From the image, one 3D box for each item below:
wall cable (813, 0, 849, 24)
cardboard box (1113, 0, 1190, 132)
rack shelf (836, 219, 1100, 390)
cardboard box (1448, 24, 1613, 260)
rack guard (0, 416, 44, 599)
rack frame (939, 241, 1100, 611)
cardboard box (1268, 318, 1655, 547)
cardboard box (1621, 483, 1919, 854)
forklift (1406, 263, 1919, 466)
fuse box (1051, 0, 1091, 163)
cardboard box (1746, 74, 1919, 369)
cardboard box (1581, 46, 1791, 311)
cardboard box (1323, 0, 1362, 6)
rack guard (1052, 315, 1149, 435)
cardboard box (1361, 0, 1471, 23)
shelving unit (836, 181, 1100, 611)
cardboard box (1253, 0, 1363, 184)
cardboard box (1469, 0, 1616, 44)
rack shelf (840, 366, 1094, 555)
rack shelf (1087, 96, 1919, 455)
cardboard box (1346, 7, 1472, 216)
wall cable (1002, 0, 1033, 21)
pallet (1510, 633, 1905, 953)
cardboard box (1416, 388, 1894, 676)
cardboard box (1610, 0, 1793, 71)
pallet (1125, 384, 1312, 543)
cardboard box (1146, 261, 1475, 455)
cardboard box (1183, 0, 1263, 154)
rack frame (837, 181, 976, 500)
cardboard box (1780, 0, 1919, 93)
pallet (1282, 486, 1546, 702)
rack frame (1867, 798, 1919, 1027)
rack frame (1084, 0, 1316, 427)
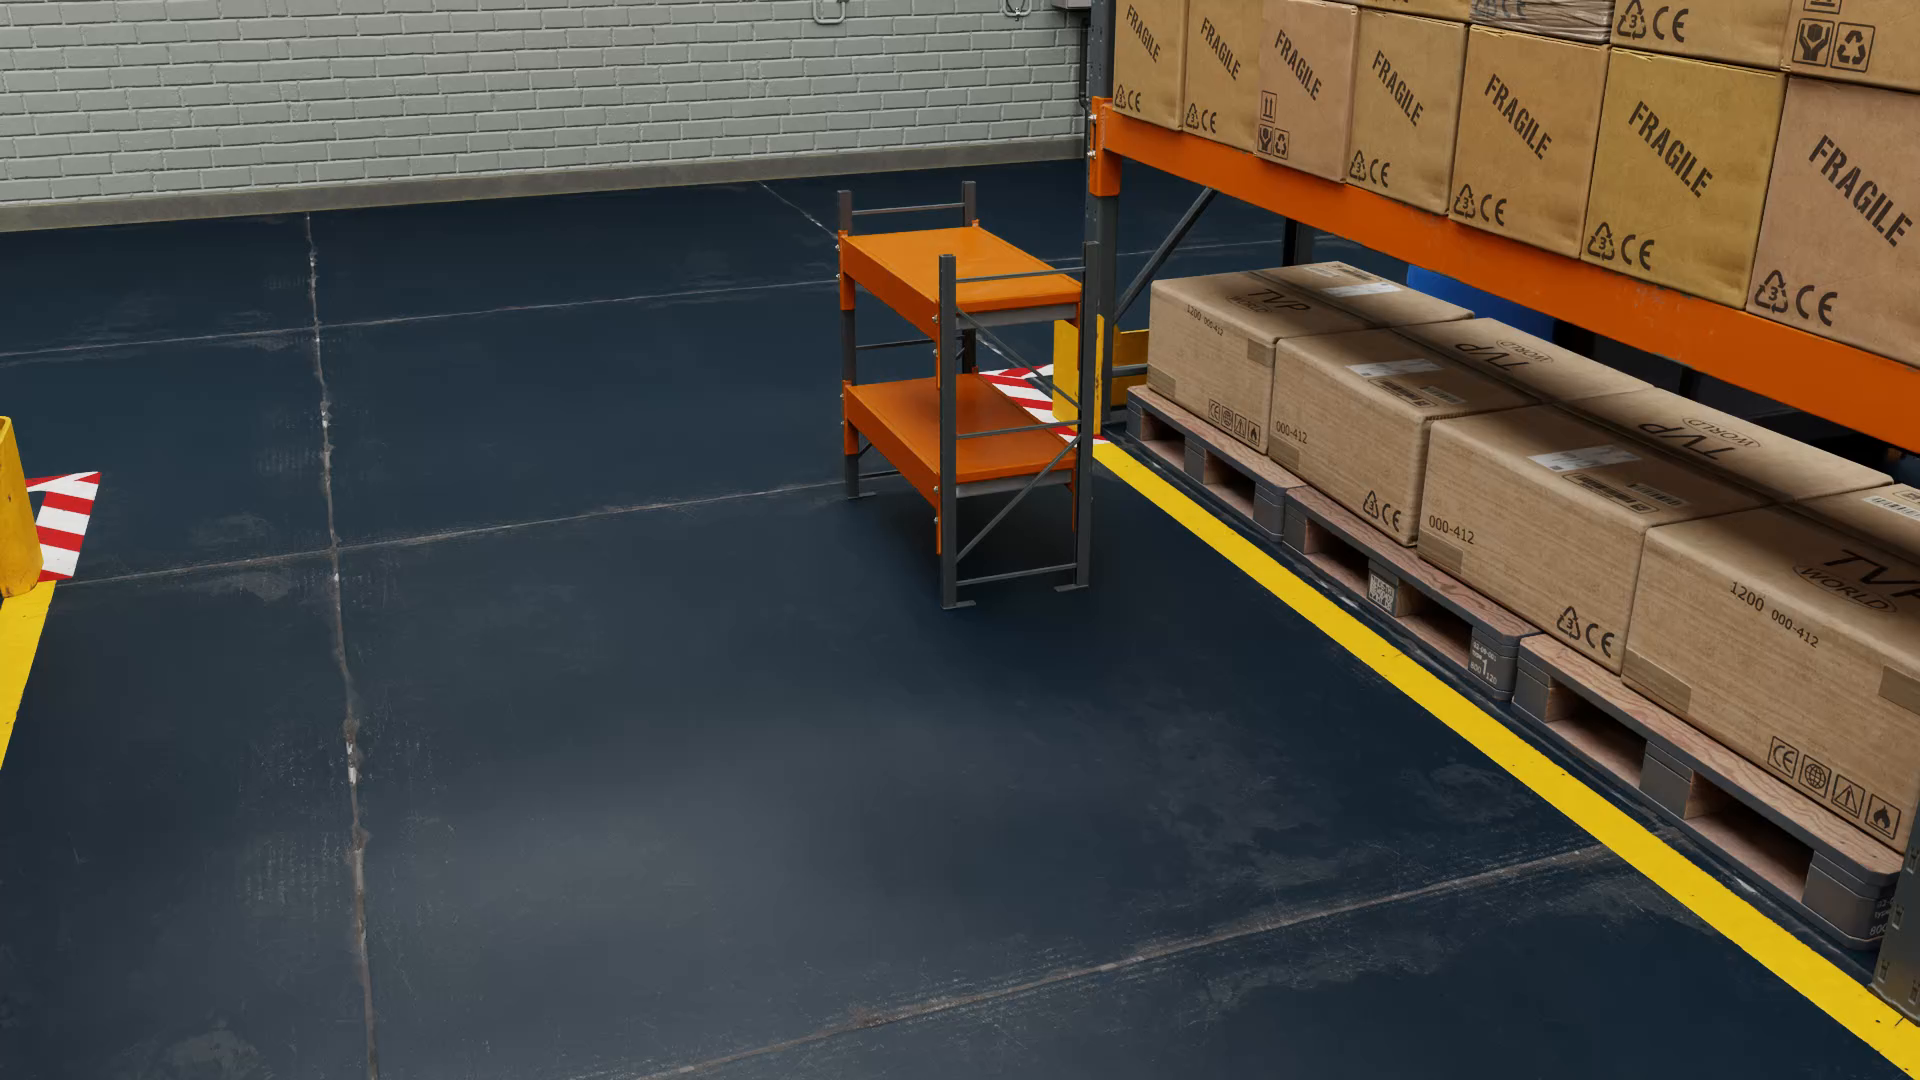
[{"bbox_3d":[-1.028,-4.462,11.125,0.585,1.953,0.123,-8,24,-19],"label":"wall cable"},{"bbox_3d":[0.886,-1.766,5.948,0.500,0.500,0.500,-9,24,-19],"label":"cardboard box"},{"bbox_3d":[-0.002,-0.791,5.424,0.538,0.278,1.000,-8,24,-19],"label":"rack shelf"},{"bbox_3d":[1.617,-1.026,4.194,0.500,0.500,0.500,-9,24,-20],"label":"cardboard box"},{"bbox_3d":[-3.583,-0.038,5.196,1.175,0.500,0.348,-8,24,-19],"label":"rack guard"},{"bbox_3d":[0.177,-0.336,5.099,0.500,1.125,0.032,-8,24,-19],"label":"rack frame"},{"bbox_3d":[1.643,-0.389,5.568,0.875,0.438,0.875,-8,24,-18],"label":"cardboard box"},{"bbox_3d":[2.277,0.264,4.019,0.875,0.438,0.875,-9,24,-20],"label":"cardboard box"},{"bbox_3d":[2.985,-1.678,5.957,1.130,2.935,3.031,-8,24,-19],"label":"forklift"},{"bbox_3d":[0.988,-3.620,12.137,0.539,1.711,0.414,-8,24,-19],"label":"fuse box"},{"bbox_3d":[1.996,-0.659,3.324,0.500,0.500,0.500,-8,24,-19],"label":"cardboard box"},{"bbox_3d":[1.809,-0.846,3.766,0.500,0.500,0.500,-9,24,-20],"label":"cardboard box"},{"bbox_3d":[1.267,-1.854,4.870,0.500,0.500,0.500,-9,24,-19],"label":"cardboard box"},{"bbox_3d":[0.977,-0.790,6.981,1.175,0.500,0.348,-8,24,-19],"label":"rack guard"},{"bbox_3d":[1.444,-1.673,4.441,0.500,0.500,0.500,-8,24,-19],"label":"cardboard box"},{"bbox_3d":[-0.002,-0.521,5.537,0.538,1.125,1.048,-8,24,-19],"label":"shelving unit"},{"bbox_3d":[1.254,-1.398,5.077,0.500,0.500,0.500,-8,24,-19],"label":"cardboard box"},{"bbox_3d":[1.613,-1.489,4.006,0.500,0.500,0.500,-8,24,-18],"label":"cardboard box"},{"bbox_3d":[-0.002,-0.295,5.632,0.538,0.278,1.000,-8,24,-19],"label":"rack shelf"},{"bbox_3d":[1.692,-0.875,4.890,1.077,0.370,4.000,-8,24,-19],"label":"rack shelf"},{"bbox_3d":[1.447,-1.219,4.650,0.500,0.500,0.500,-8,24,-17],"label":"cardboard box"},{"bbox_3d":[0.294,-4.646,11.603,0.588,1.984,0.122,-8,24,-19],"label":"wall cable"},{"bbox_3d":[2.203,0.518,4.249,1.003,0.211,1.213,-8,24,-19],"label":"pallet"},{"bbox_3d":[1.960,-0.061,4.790,0.875,0.438,0.875,-9,25,-21],"label":"cardboard box"},{"bbox_3d":[1.802,-1.306,3.570,0.500,0.500,0.500,-9,24,-20],"label":"cardboard box"},{"bbox_3d":[1.341,-0.369,6.353,1.003,0.211,1.213,-8,24,-19],"label":"pallet"},{"bbox_3d":[1.312,-0.720,6.355,0.875,0.438,0.875,-9,25,-21],"label":"cardboard box"},{"bbox_3d":[1.091,-1.586,5.521,0.500,0.500,0.500,-9,24,-20],"label":"cardboard box"},{"bbox_3d":[-0.182,-0.705,5.976,0.500,1.125,0.032,-8,24,-19],"label":"rack frame"},{"bbox_3d":[1.974,-1.120,3.130,0.500,0.500,0.500,-9,24,-19],"label":"cardboard box"},{"bbox_3d":[1.768,0.074,5.303,1.003,0.211,1.213,-8,24,-19],"label":"pallet"},{"bbox_3d":[2.399,-0.480,3.027,1.000,3.000,0.127,-8,24,-19],"label":"rack frame"},{"bbox_3d":[0.986,-1.933,6.475,1.000,3.000,0.127,-8,24,-19],"label":"rack frame"}]
